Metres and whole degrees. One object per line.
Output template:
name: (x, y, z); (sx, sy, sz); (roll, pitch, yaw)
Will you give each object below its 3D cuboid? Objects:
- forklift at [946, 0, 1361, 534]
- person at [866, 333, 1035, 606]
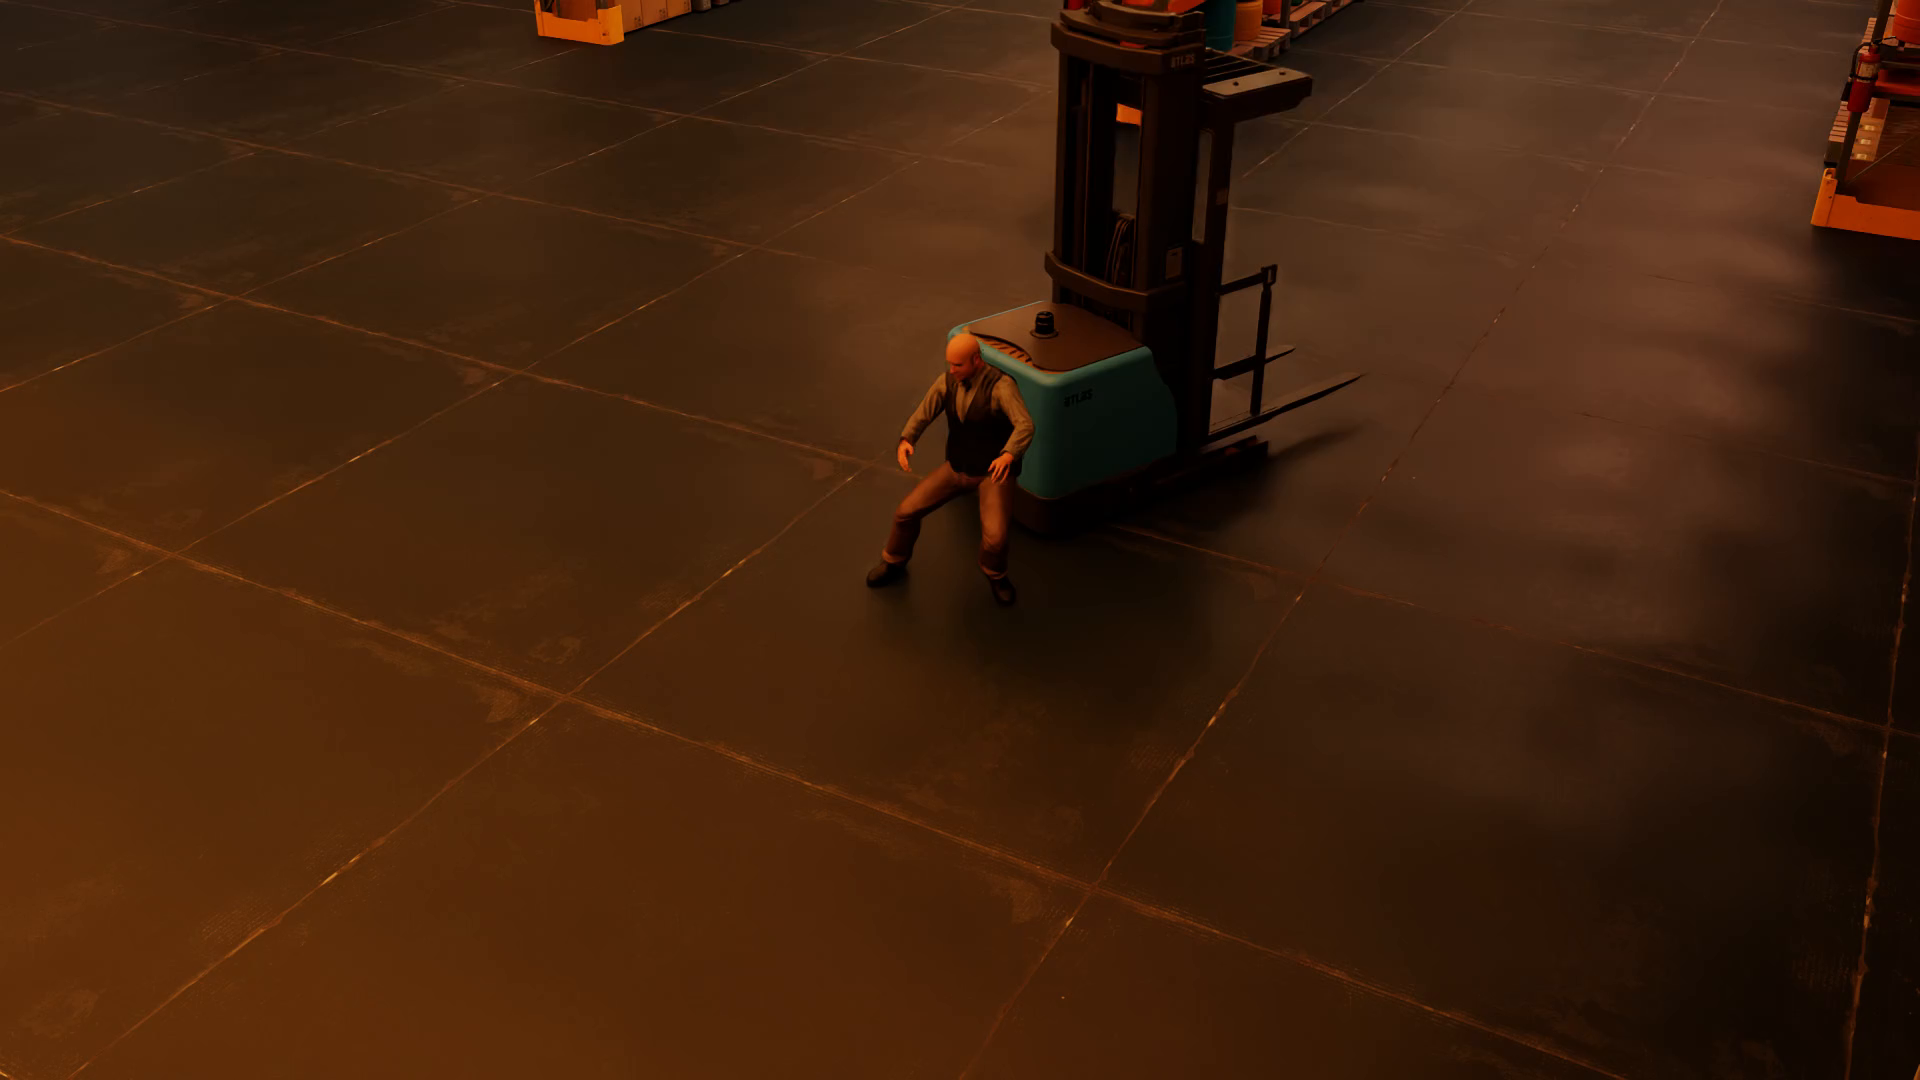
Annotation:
forklift: (1.385, -1.889, 10.343); (3.031, 2.935, 1.130); (-21, 36, -32)
person: (0.000, -0.381, 9.143); (0.946, 1.526, 0.720); (22, 37, 33)
